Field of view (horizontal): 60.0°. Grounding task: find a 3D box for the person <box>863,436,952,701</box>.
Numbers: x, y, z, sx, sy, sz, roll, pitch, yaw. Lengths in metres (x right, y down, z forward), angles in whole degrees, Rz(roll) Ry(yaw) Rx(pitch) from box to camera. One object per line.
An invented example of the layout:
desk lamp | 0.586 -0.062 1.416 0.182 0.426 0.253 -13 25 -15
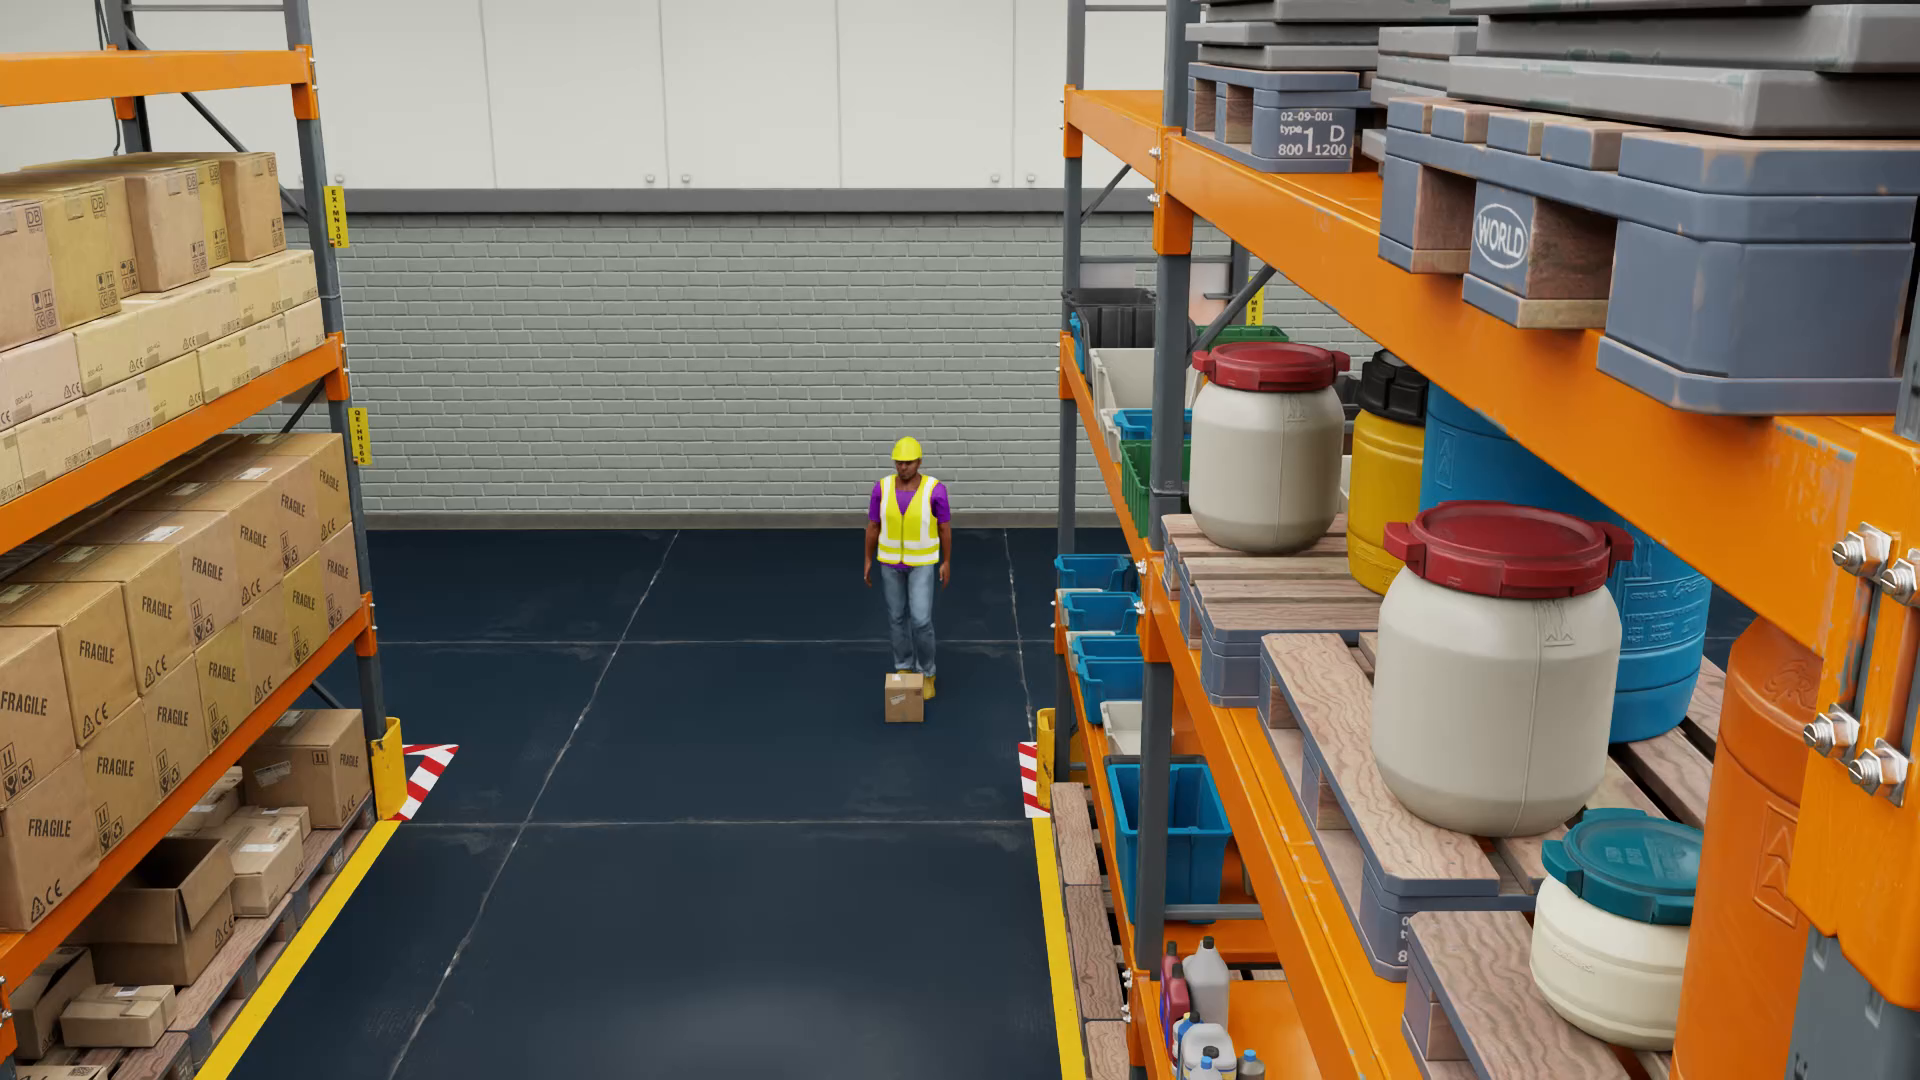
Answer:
person | -0.377 0.189 11.412 0.591 1.806 0.453 4 18 14
